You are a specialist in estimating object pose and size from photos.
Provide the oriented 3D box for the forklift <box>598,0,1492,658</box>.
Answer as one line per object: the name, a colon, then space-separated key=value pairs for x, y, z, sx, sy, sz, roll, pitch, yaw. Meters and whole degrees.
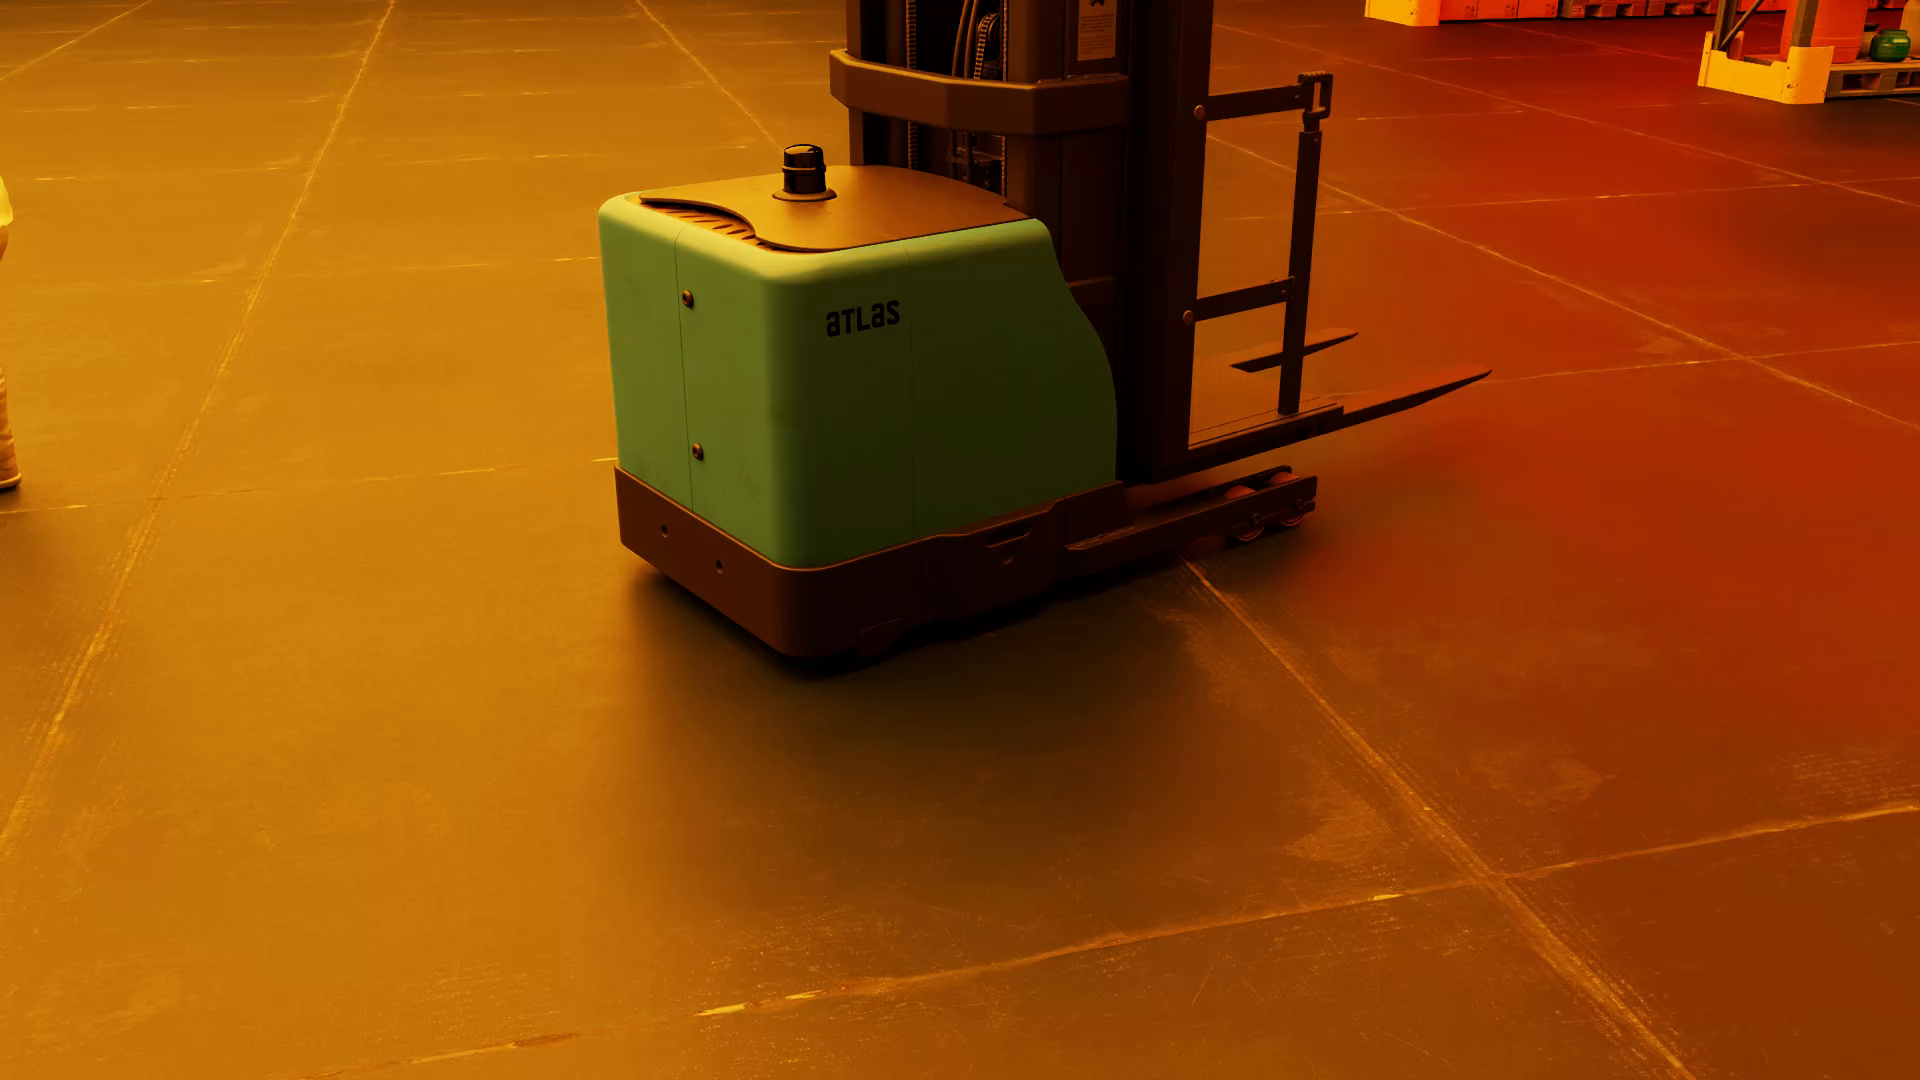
forklift: x=0.484 y=-1.493 z=4.818 sx=3.031 sy=2.935 sz=1.130 roll=-17 pitch=28 yaw=-34

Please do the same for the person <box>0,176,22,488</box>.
person: x=-3.231 y=-0.954 z=5.146 sx=0.527 sy=1.670 sz=0.599 roll=-6 pitch=24 yaw=-14
